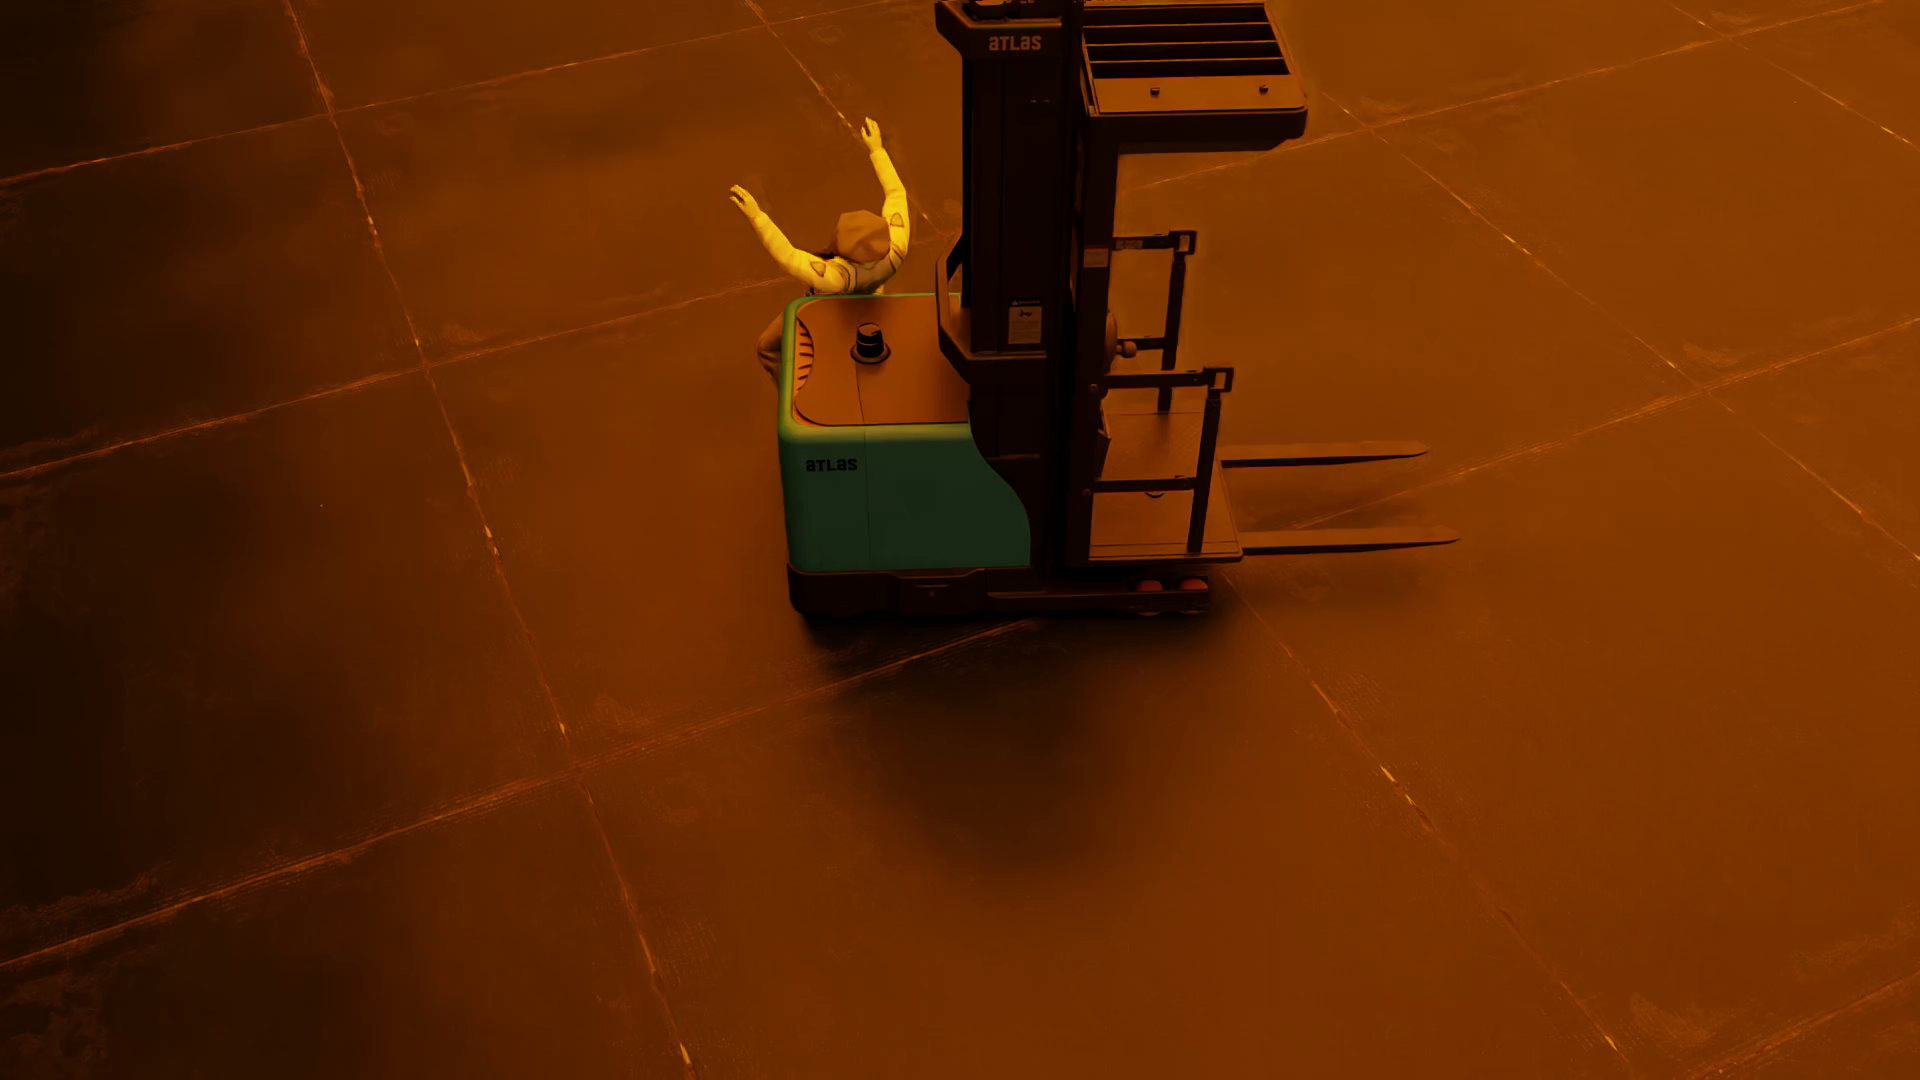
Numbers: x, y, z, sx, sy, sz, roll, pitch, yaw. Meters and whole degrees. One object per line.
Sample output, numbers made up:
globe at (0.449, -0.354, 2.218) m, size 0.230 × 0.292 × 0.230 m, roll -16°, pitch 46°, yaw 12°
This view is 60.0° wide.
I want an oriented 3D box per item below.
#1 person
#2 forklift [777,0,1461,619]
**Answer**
person at (-0.588, -1.083, 7.869) m, size 0.880 × 1.536 × 0.760 m, roll -26°, pitch 49°, yaw -25°
forklift at (0.734, -1.094, 6.852) m, size 3.031 × 2.935 × 1.130 m, roll -2°, pitch 43°, yaw -2°
